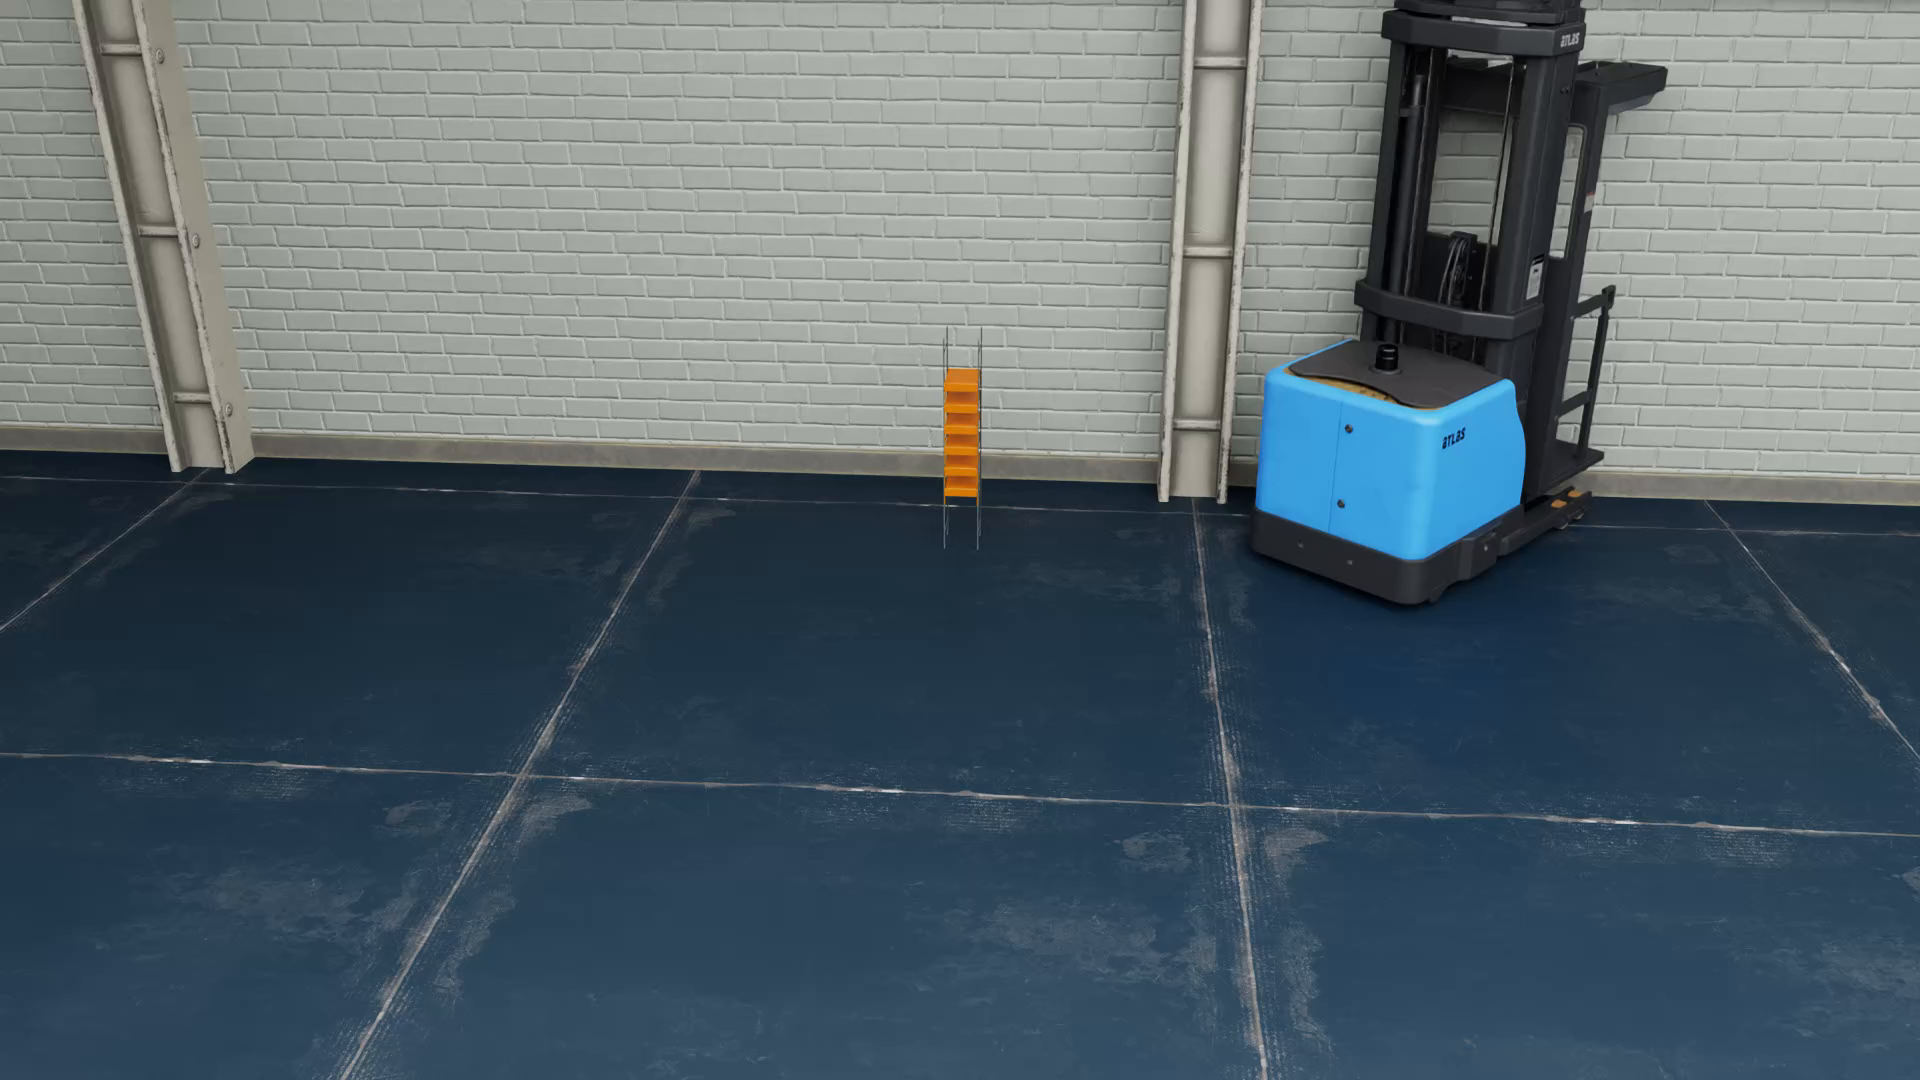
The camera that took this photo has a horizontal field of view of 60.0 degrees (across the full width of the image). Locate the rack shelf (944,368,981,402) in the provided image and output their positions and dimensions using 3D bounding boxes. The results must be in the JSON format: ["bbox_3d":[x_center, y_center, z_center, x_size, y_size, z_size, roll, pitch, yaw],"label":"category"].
[{"bbox_3d":[0.014,-0.831,8.866,0.180,0.103,0.258,2,25,4],"label":"rack shelf"}]

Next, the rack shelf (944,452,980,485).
[{"bbox_3d":[0.014,-0.395,9.067,0.180,0.103,0.258,2,25,4],"label":"rack shelf"}]

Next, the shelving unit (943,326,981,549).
[{"bbox_3d":[-11.026,-0.020,7.140,21.905,1.800,5.752,2,25,4],"label":"shelving unit"}]

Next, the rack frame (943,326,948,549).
[{"bbox_3d":[-0.077,-0.548,9.005,0.006,1.200,0.240,2,25,4],"label":"rack frame"}]
